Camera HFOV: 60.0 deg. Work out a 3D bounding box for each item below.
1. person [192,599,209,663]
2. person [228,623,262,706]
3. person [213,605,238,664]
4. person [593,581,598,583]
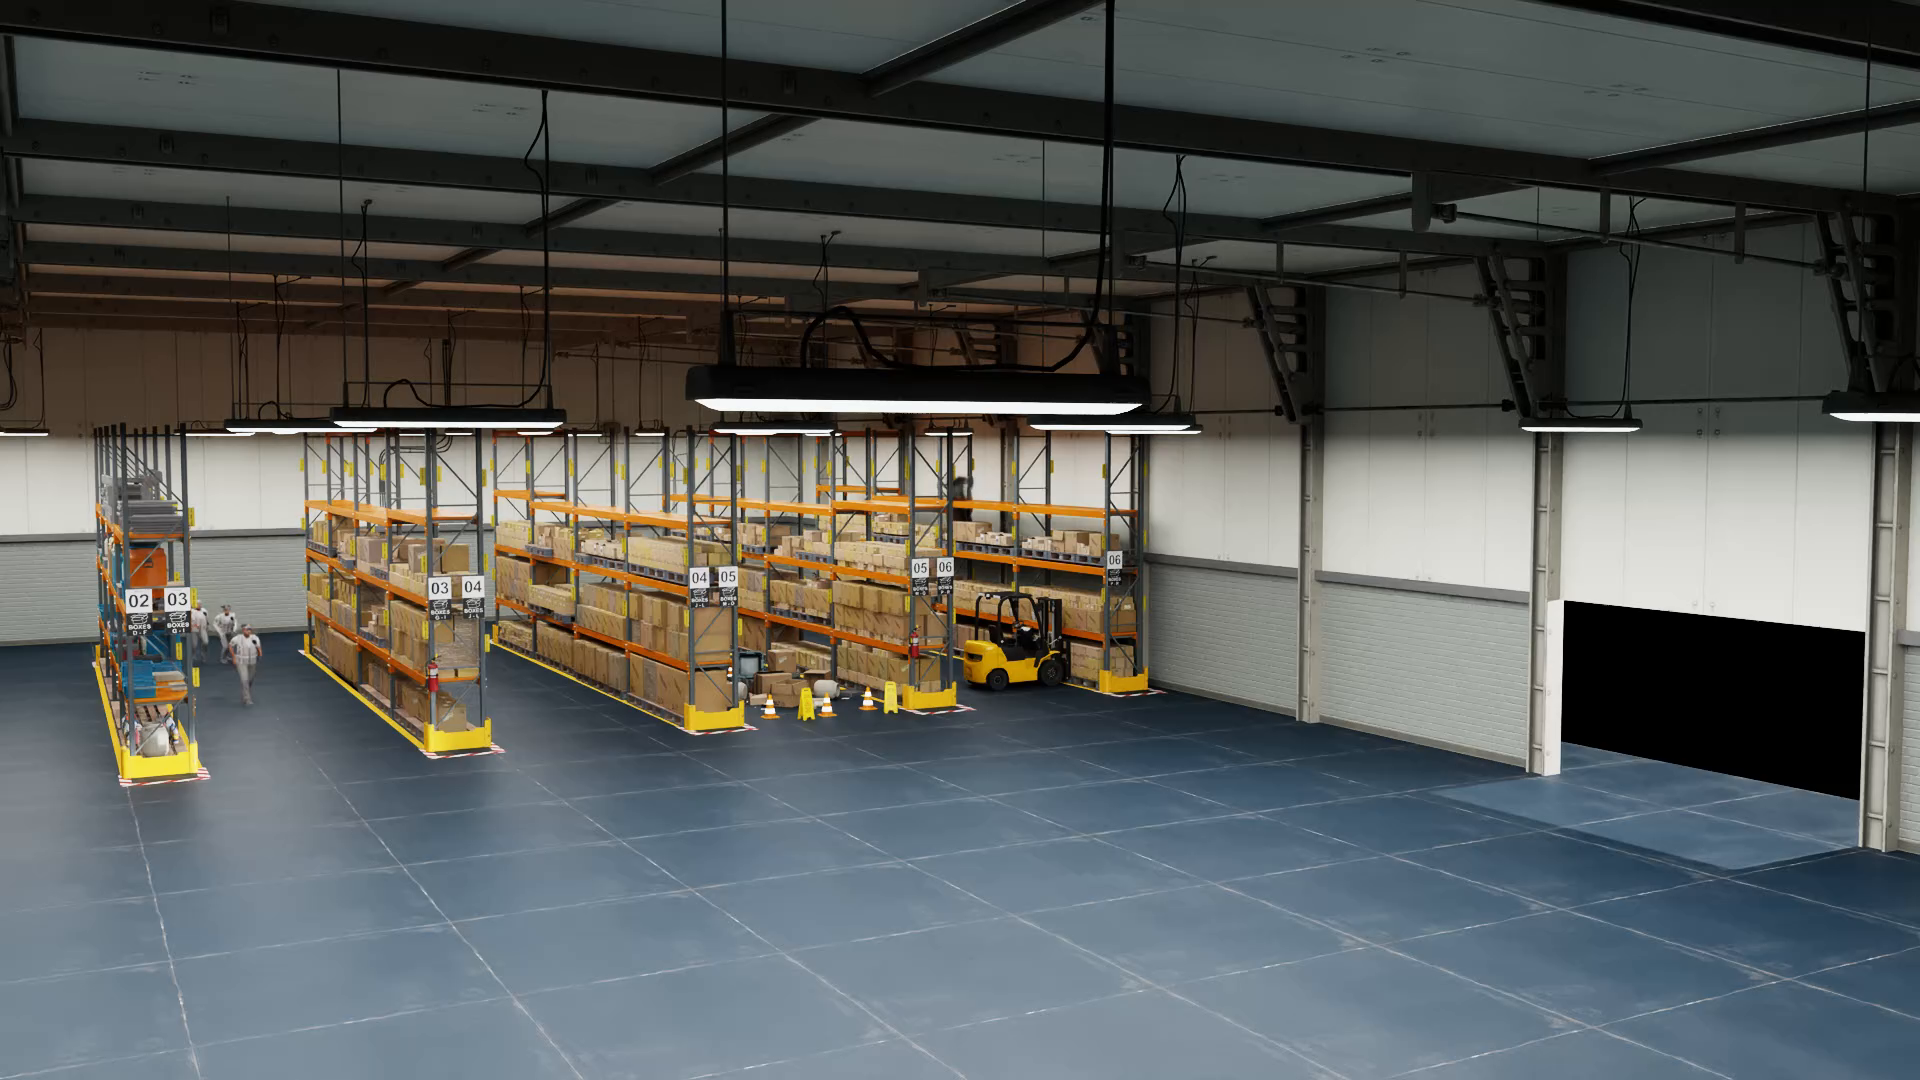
[{"bbox_3d":[-19.487,2.342,42.540,0.538,1.665,0.777,-3,4,-39],"label":"person"},{"bbox_3d":[-15.482,2.663,36.048,0.627,1.774,0.968,-3,5,-42],"label":"person"},{"bbox_3d":[-18.839,2.397,42.624,0.812,1.539,0.642,2,4,33],"label":"person"},{"bbox_3d":[-10.332,2.007,48.083,0.794,1.624,0.580,0,3,0],"label":"person"}]
